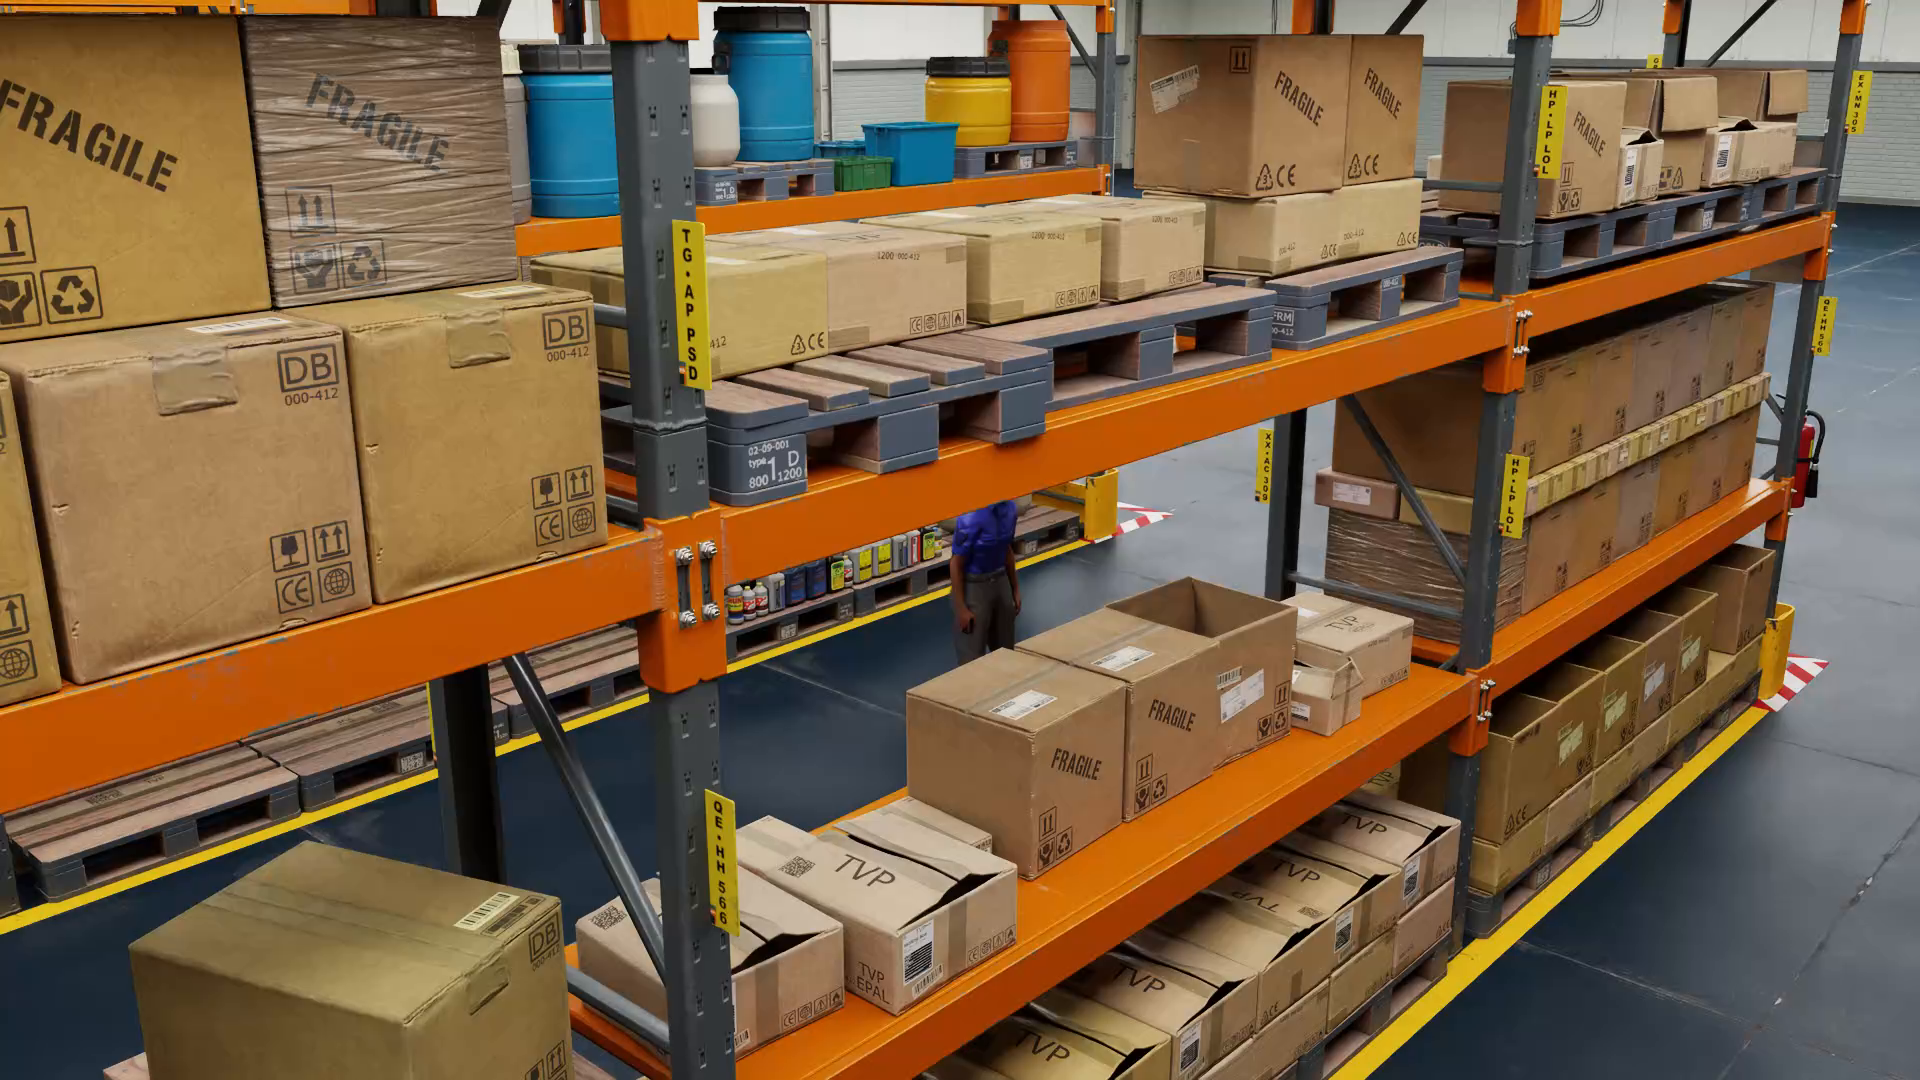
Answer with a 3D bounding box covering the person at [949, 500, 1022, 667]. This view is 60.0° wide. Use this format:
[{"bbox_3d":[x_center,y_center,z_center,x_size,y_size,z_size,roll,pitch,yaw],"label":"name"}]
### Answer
[{"bbox_3d":[0.139,0.325,8.993,0.348,1.655,0.508,15,22,39],"label":"person"}]
